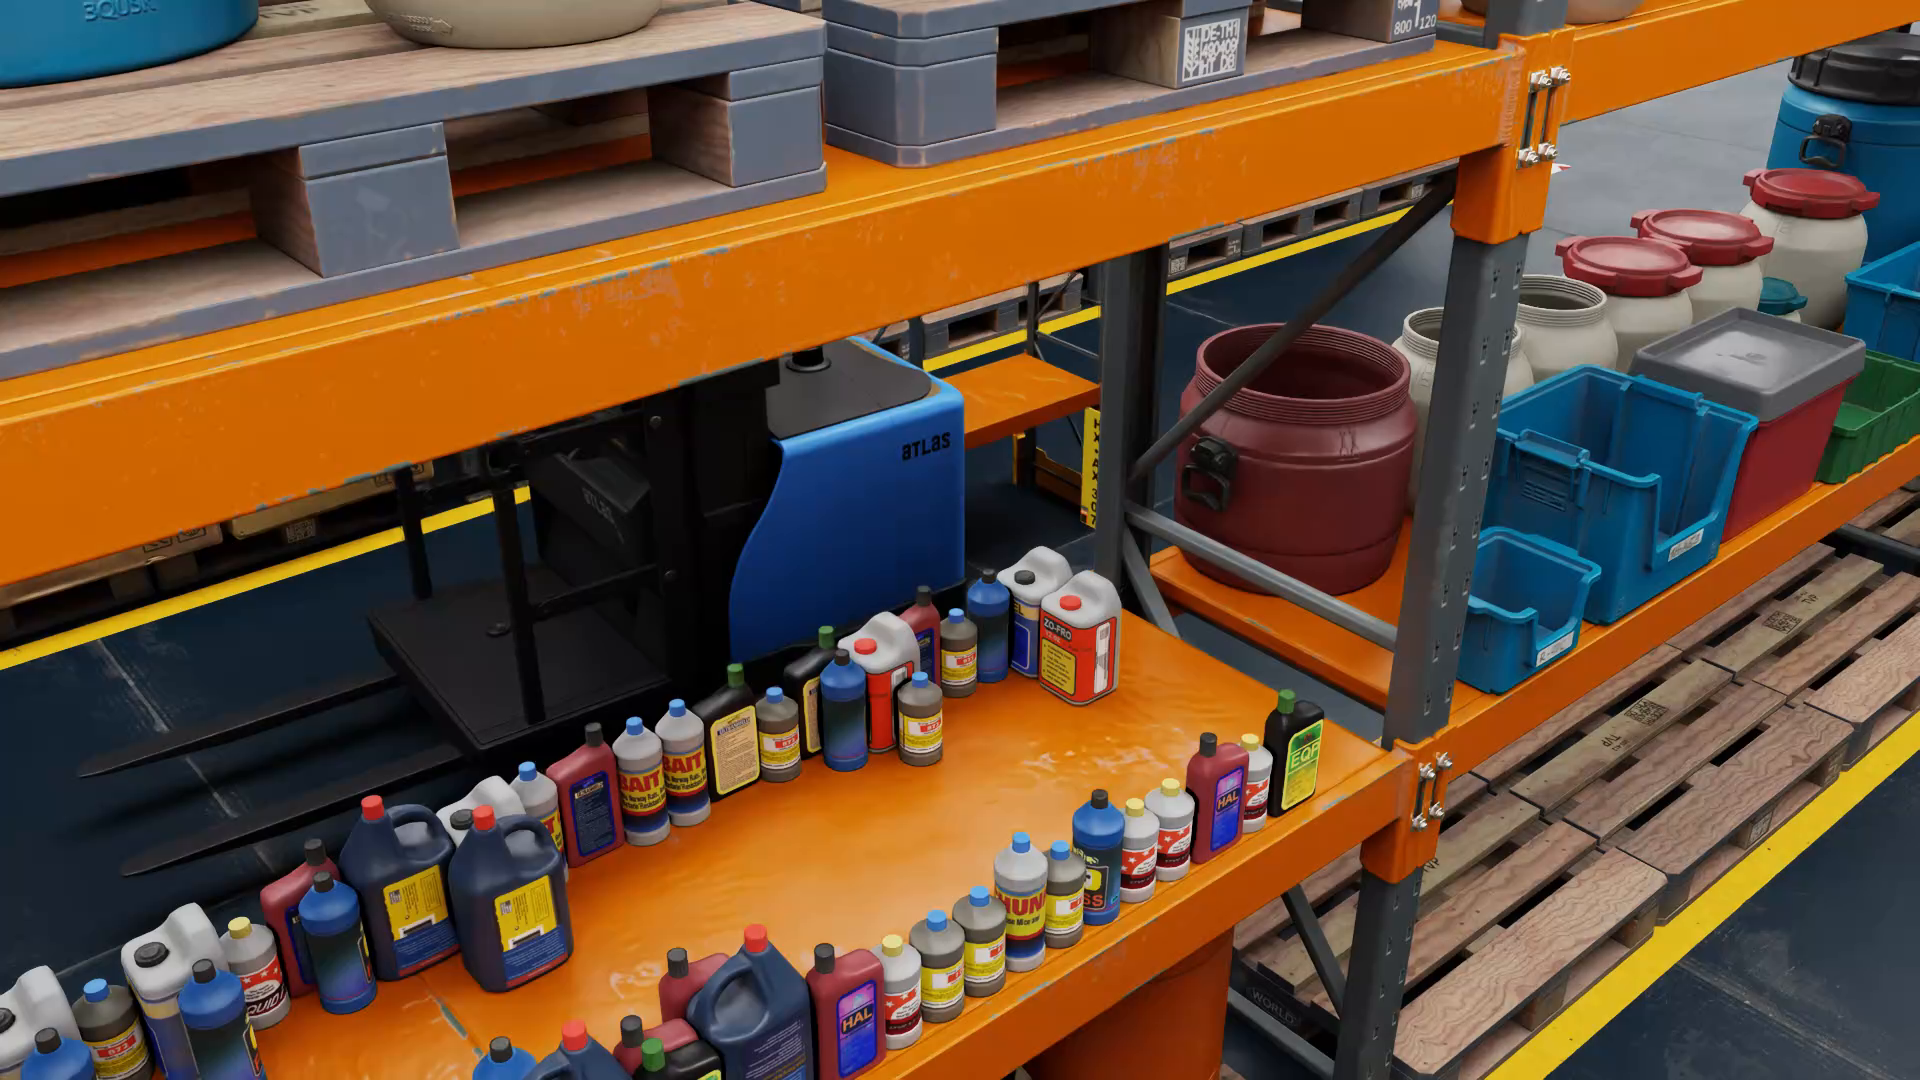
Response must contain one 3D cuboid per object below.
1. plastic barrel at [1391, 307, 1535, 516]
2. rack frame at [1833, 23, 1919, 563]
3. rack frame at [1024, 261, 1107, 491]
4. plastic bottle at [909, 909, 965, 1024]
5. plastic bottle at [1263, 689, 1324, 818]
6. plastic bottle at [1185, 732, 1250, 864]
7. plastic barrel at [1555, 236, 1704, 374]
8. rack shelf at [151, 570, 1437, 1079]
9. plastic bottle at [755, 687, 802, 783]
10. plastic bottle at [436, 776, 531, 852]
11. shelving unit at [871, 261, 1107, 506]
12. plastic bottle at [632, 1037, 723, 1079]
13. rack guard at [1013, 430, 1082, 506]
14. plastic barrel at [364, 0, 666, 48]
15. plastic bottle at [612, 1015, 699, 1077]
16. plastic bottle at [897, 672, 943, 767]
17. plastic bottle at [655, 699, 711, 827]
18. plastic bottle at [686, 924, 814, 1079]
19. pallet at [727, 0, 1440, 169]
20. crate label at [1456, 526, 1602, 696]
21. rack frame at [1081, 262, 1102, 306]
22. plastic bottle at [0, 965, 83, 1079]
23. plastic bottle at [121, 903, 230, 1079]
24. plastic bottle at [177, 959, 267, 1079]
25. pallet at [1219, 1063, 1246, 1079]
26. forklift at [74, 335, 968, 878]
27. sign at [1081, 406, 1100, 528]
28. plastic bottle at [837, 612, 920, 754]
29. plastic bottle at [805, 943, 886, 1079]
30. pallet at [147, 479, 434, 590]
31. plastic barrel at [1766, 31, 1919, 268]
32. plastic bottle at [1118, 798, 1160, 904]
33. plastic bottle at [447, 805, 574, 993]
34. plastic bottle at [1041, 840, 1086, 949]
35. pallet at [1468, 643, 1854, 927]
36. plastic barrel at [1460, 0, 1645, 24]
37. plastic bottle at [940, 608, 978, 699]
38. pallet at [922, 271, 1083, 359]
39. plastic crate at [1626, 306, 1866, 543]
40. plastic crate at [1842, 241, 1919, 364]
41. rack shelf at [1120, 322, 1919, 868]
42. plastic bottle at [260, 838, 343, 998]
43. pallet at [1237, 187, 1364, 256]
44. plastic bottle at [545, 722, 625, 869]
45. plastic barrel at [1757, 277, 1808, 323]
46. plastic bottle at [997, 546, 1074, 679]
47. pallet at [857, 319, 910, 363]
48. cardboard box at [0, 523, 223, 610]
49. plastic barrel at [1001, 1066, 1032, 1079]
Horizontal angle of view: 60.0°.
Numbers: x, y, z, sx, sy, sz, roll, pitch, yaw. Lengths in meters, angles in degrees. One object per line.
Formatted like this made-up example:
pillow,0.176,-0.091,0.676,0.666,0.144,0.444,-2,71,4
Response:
plastic barrel,1.354,-0.348,4.601,0.421,0.512,0.421,0,28,0
rack frame,3.753,-1.131,6.185,0.127,3.000,1.000,-22,35,-35
rack frame,0.470,-0.844,7.238,0.032,1.500,0.500,-21,35,-34
plastic bottle,-0.040,0.735,2.904,0.097,0.201,0.097,0,28,0
plastic bottle,0.680,0.420,3.405,0.133,0.283,0.061,-22,35,-35
plastic bottle,0.504,0.491,3.272,0.133,0.283,0.061,-22,35,-35
plastic barrel,1.996,-0.620,5.084,0.433,0.535,0.433,0,28,0
rack shelf,-0.811,1.021,2.920,4.000,0.370,1.077,-22,35,-35
plastic bottle,-0.388,0.404,3.522,0.097,0.201,0.097,0,28,0
plastic bottle,-0.884,0.588,3.099,0.135,0.276,0.152,-22,35,-35
shelving unit,0.071,-0.689,6.946,1.083,1.500,0.587,-21,35,-34
plastic bottle,-0.432,0.867,2.568,0.133,0.283,0.061,-22,35,-35
rack guard,0.455,-0.287,7.520,0.087,0.250,0.587,-21,35,-34
plastic barrel,-0.540,-0.879,1.941,0.433,0.535,0.433,0,28,0
plastic bottle,-0.471,0.846,2.609,0.133,0.283,0.061,-22,35,-35
plastic bottle,-0.085,0.377,3.573,0.097,0.201,0.097,0,28,0
plastic bottle,-0.564,0.444,3.373,0.097,0.271,0.097,0,28,0
plastic bottle,-0.338,0.774,2.671,0.185,0.351,0.144,-22,35,-35
pallet,0.065,-0.948,2.860,1.213,0.211,1.003,-22,35,-35
crate label,1.274,0.172,3.924,0.416,0.233,0.303,-22,35,-35
rack frame,0.539,-2.907,9.508,0.127,3.000,1.000,-22,35,-35
plastic bottle,-1.479,0.827,2.652,0.135,0.276,0.152,-22,35,-35
plastic bottle,-1.302,0.756,2.784,0.135,0.276,0.152,-22,35,-35
plastic bottle,-1.207,0.797,2.712,0.097,0.271,0.097,0,28,0
pallet,0.138,1.578,4.073,1.213,0.211,1.003,-22,35,-35
forklift,-1.456,-0.651,5.359,3.031,2.935,1.130,-19,34,-32
sign,0.348,-0.175,4.221,0.005,0.325,0.100,-22,35,-35
plastic bottle,-0.180,0.305,3.628,0.135,0.276,0.152,-22,35,-35
plastic bottle,-0.190,0.770,2.750,0.133,0.283,0.061,-22,35,-35
pallet,-3.153,-0.240,7.475,1.213,0.211,1.003,-22,35,-35
plastic barrel,3.263,-1.343,6.049,0.708,0.901,0.600,-22,35,-35
plastic bottle,0.330,0.586,3.182,0.097,0.201,0.097,0,28,0
plastic bottle,-0.807,0.616,2.968,0.185,0.351,0.144,-22,35,-35
plastic bottle,0.182,0.645,3.071,0.097,0.201,0.097,0,28,0
pallet,2.253,0.728,5.664,1.213,0.211,1.003,-22,35,-35
plastic barrel,1.146,-1.265,3.134,0.421,0.512,0.421,0,28,0
plastic bottle,-0.009,0.252,3.807,0.097,0.201,0.097,0,28,0
pallet,-0.053,-1.439,9.718,1.213,0.211,1.003,-22,35,-35
plastic crate,2.138,-0.321,4.599,0.583,0.464,0.402,-22,35,-35
plastic crate,3.116,-0.675,5.348,0.575,0.384,0.392,-22,35,-35
rack shelf,2.232,-0.202,5.209,4.000,0.370,1.077,-22,35,-35
plastic bottle,-1.156,0.666,2.946,0.133,0.283,0.061,-22,35,-35
pallet,1.955,-2.271,11.275,1.213,0.211,1.003,-22,35,-35
plastic bottle,-0.737,0.497,3.261,0.133,0.283,0.061,-22,35,-35
plastic barrel,2.647,-0.721,5.562,0.301,0.262,0.301,0,28,0
plastic bottle,0.171,0.163,3.893,0.135,0.276,0.152,-22,35,-35
pallet,-0.981,-1.064,9.016,1.213,0.211,1.003,-22,35,-35
cardboard box,-3.726,-0.458,6.734,0.875,0.875,1.225,-22,35,-35
plastic barrel,-0.022,1.365,3.708,0.421,0.512,0.421,0,28,0
